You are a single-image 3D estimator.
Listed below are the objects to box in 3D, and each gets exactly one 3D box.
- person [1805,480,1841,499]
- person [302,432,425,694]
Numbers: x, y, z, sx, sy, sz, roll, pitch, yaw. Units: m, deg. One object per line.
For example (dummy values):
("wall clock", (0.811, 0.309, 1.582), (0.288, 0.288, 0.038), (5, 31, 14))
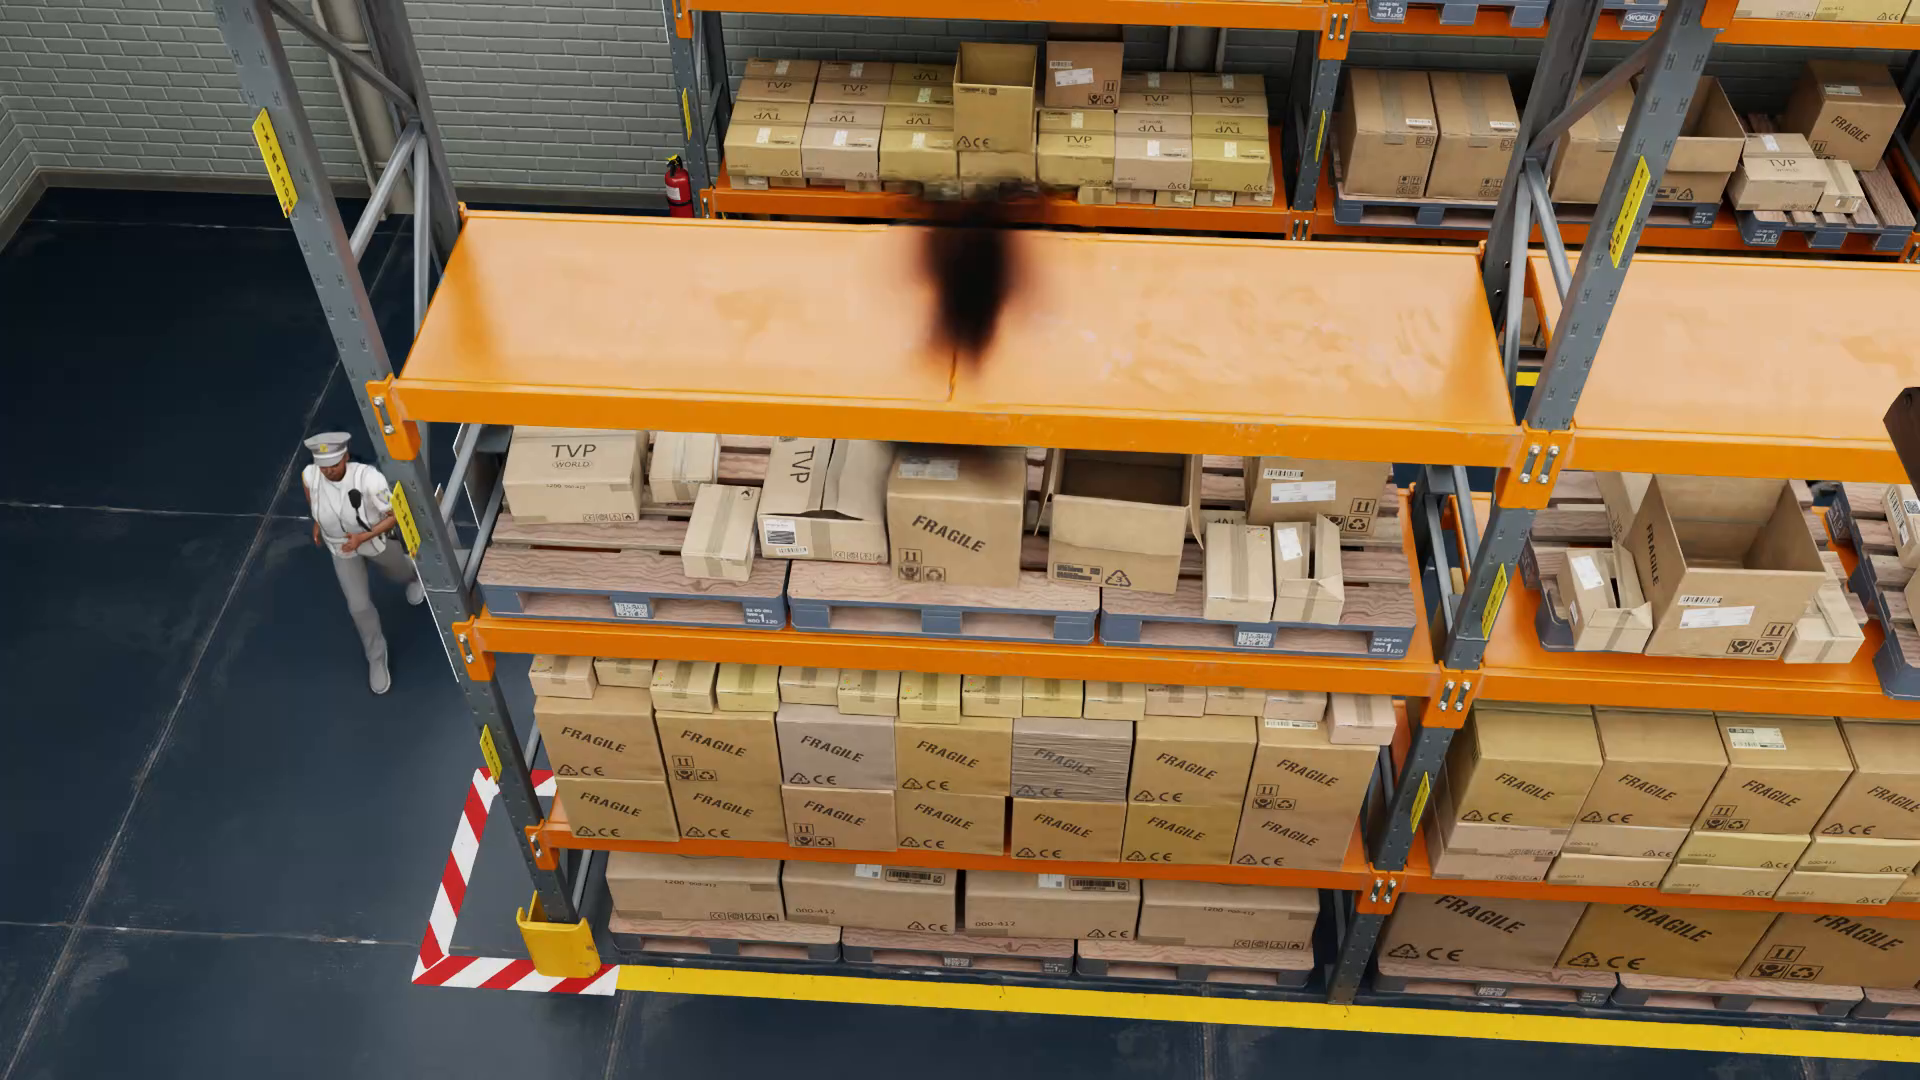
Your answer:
("person", (4.871, -0.330, 9.890), (0.905, 1.696, 0.667), (-5, 48, -5))
("person", (-3.432, 0.011, 9.565), (0.575, 1.714, 0.901), (-3, 48, -3))
